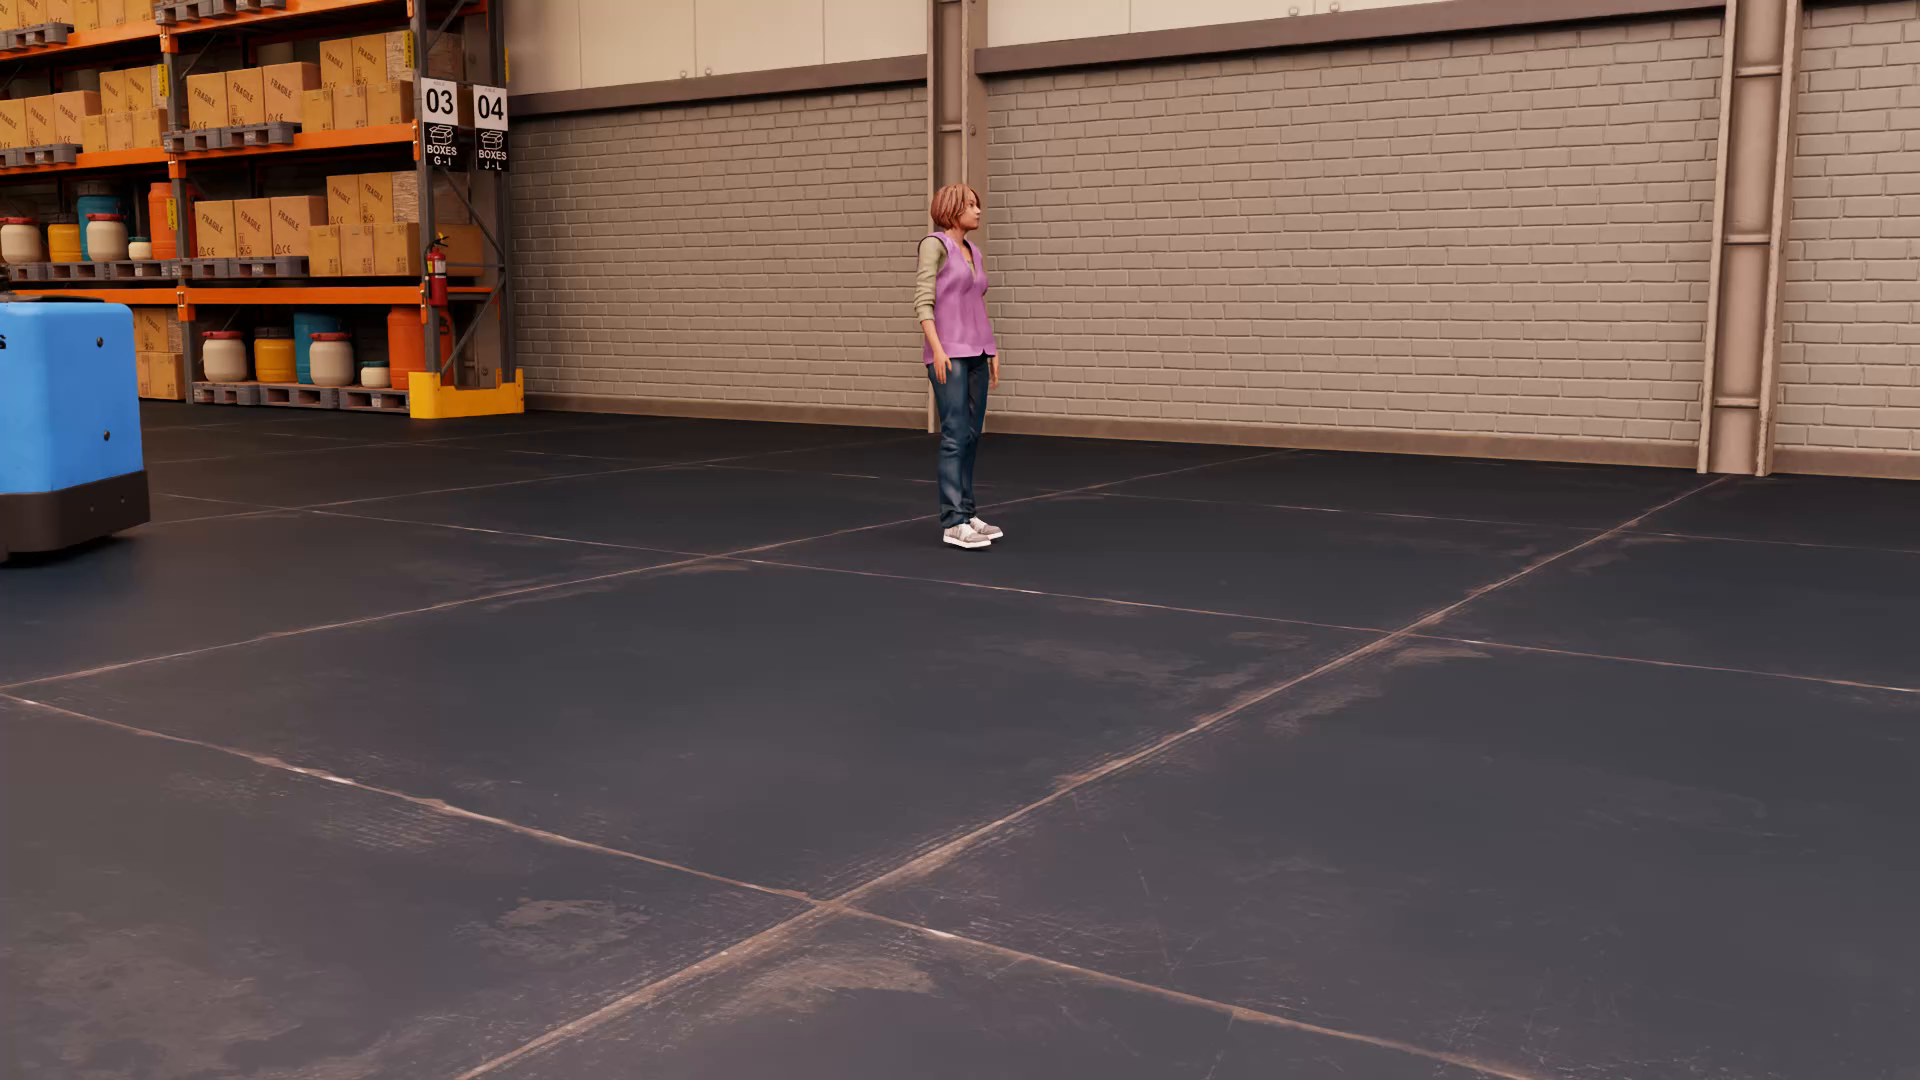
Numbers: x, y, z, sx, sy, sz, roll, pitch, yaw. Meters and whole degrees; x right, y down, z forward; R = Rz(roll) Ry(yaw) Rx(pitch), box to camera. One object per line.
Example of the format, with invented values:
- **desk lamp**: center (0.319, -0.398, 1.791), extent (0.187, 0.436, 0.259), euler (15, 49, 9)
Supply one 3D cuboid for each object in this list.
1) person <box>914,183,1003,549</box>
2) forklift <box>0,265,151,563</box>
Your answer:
- **person**: center (0.053, -0.791, 7.438), extent (0.476, 1.597, 0.520), euler (5, 10, 34)
- **forklift**: center (-5.229, -1.390, 6.967), extent (3.031, 2.935, 1.130), euler (-1, 8, -4)
